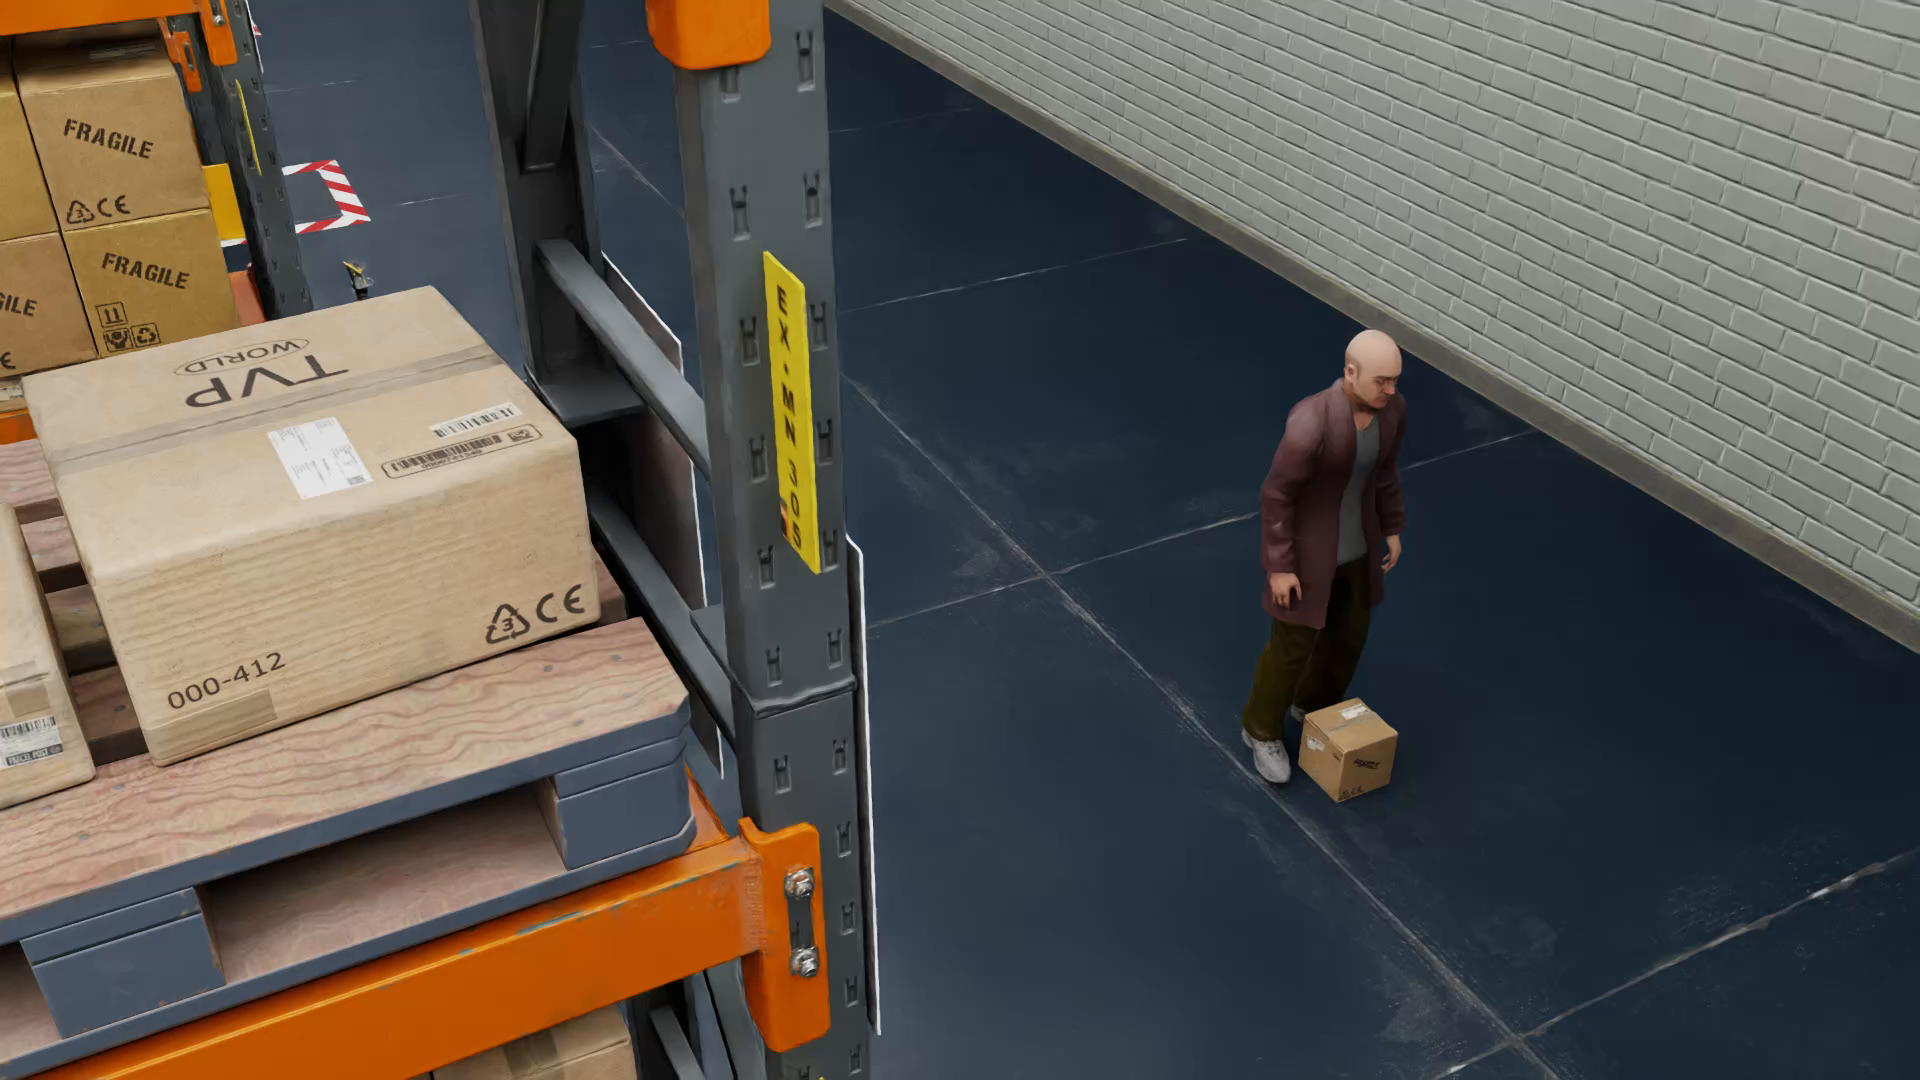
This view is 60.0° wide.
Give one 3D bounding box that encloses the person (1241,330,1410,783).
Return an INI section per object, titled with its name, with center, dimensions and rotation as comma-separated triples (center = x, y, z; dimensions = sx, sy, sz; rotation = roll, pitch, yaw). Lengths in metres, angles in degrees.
[person]
center = 1.361, 0.035, 6.098
dimensions = 0.656, 1.774, 0.418
rotation = -17, 36, -25
